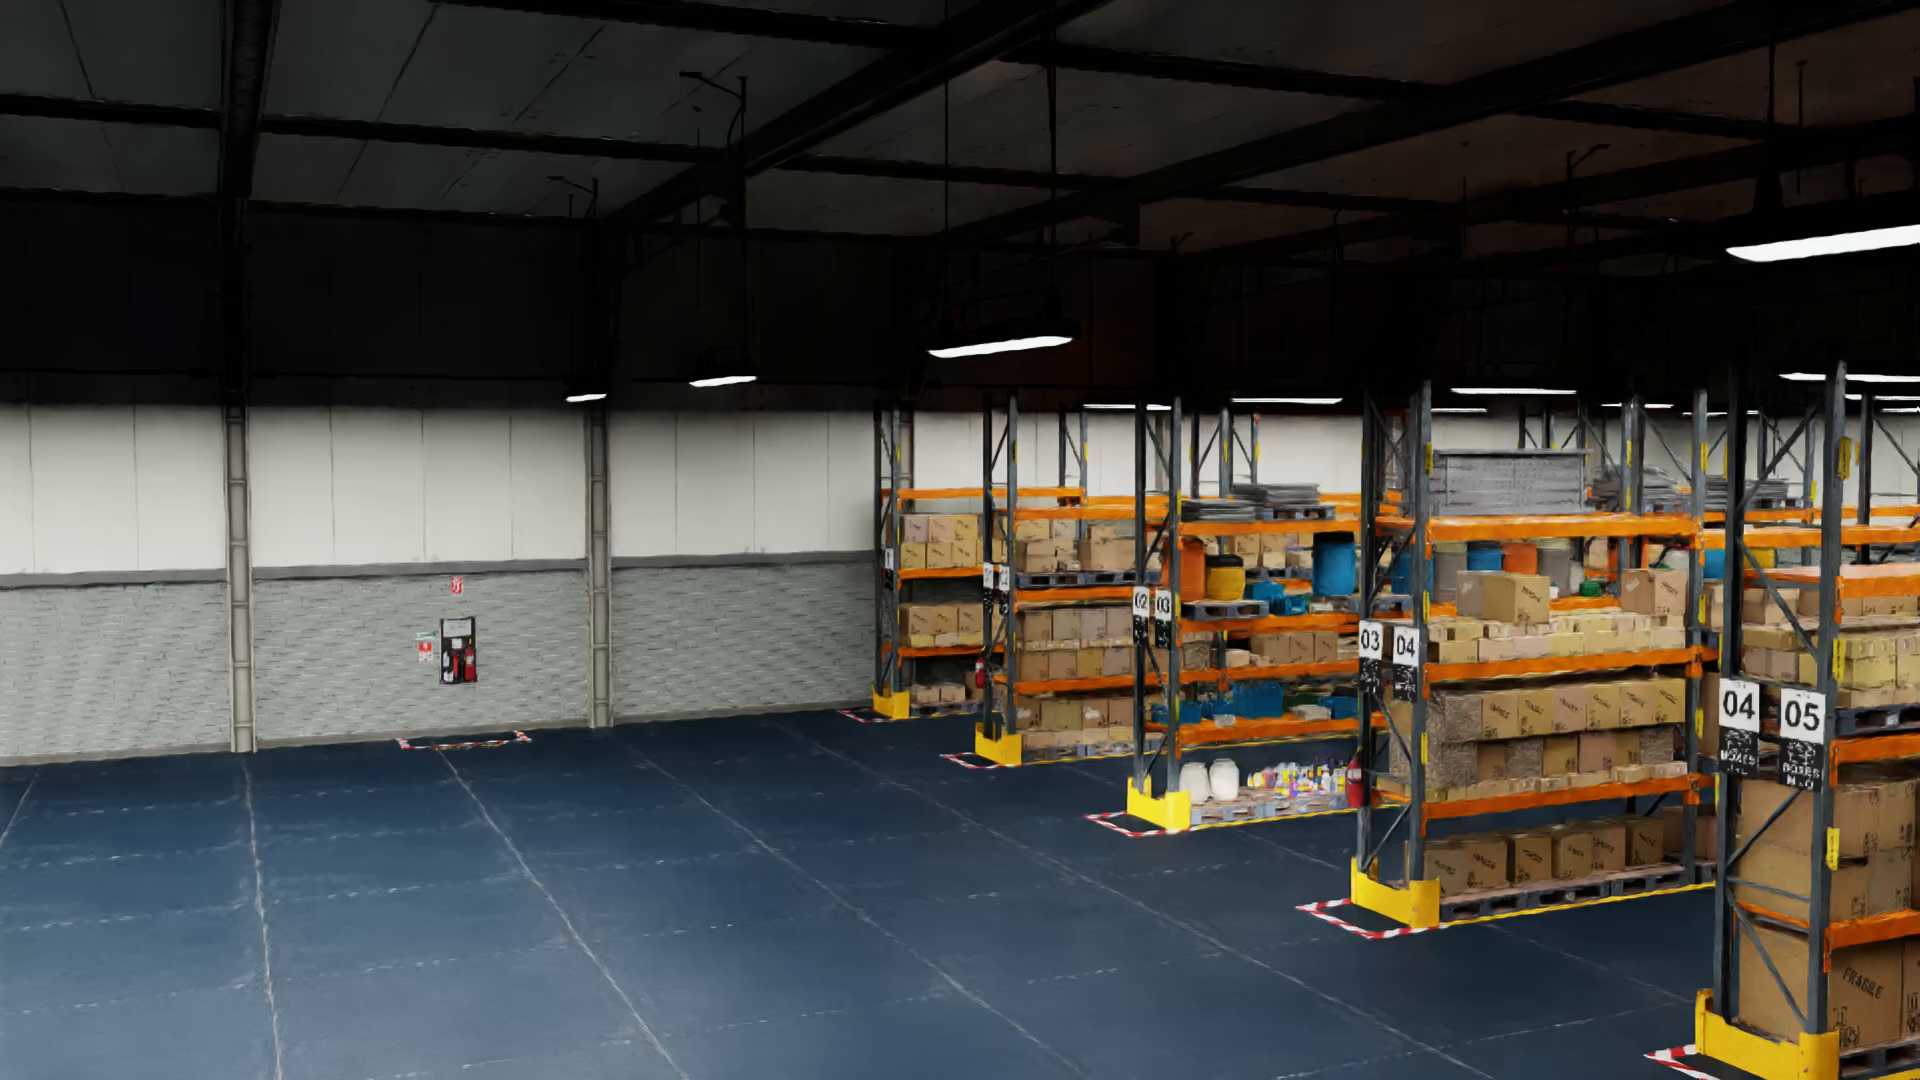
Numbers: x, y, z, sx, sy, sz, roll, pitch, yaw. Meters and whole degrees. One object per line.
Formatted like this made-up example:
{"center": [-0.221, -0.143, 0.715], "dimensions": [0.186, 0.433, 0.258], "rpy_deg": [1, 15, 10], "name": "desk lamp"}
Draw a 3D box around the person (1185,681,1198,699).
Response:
{"center": [4.478, 2.405, 32.507], "dimensions": [0.901, 1.713, 0.724], "rpy_deg": [-3, 4, -41], "name": "person"}
